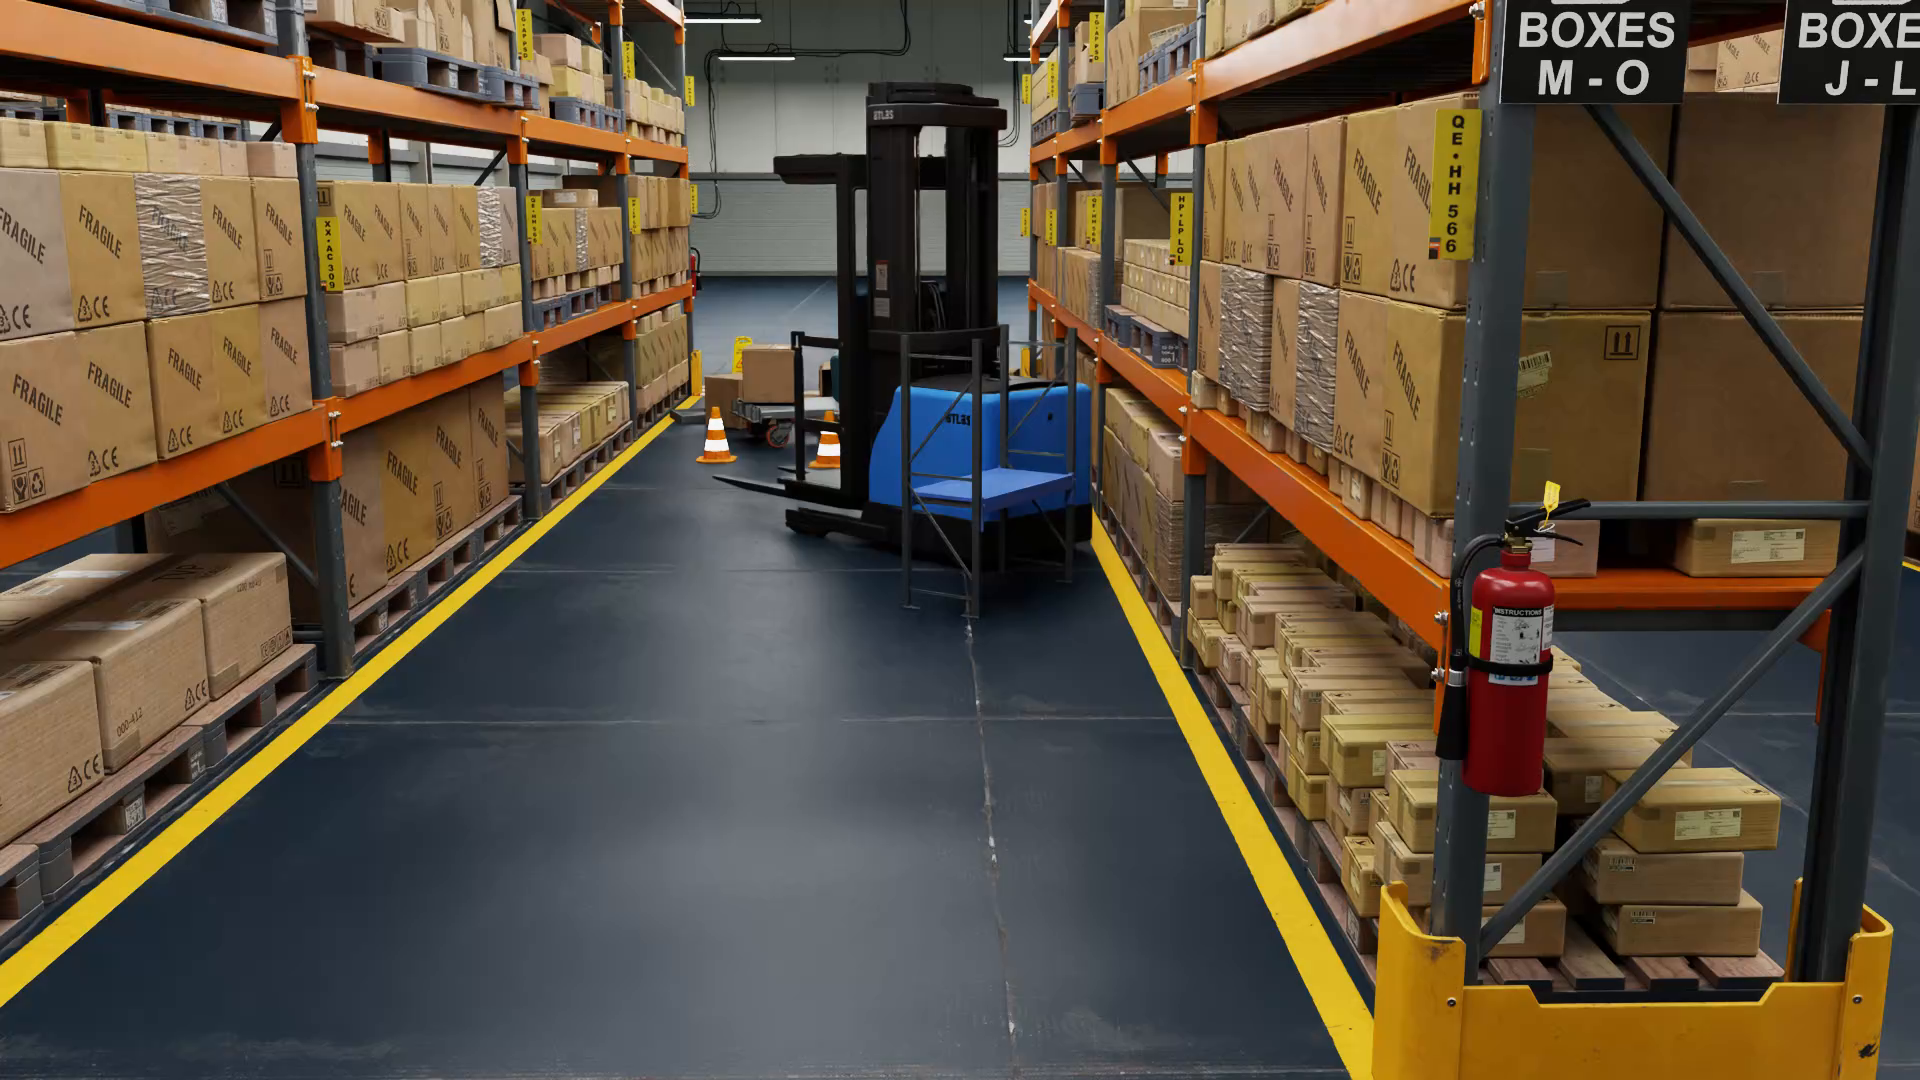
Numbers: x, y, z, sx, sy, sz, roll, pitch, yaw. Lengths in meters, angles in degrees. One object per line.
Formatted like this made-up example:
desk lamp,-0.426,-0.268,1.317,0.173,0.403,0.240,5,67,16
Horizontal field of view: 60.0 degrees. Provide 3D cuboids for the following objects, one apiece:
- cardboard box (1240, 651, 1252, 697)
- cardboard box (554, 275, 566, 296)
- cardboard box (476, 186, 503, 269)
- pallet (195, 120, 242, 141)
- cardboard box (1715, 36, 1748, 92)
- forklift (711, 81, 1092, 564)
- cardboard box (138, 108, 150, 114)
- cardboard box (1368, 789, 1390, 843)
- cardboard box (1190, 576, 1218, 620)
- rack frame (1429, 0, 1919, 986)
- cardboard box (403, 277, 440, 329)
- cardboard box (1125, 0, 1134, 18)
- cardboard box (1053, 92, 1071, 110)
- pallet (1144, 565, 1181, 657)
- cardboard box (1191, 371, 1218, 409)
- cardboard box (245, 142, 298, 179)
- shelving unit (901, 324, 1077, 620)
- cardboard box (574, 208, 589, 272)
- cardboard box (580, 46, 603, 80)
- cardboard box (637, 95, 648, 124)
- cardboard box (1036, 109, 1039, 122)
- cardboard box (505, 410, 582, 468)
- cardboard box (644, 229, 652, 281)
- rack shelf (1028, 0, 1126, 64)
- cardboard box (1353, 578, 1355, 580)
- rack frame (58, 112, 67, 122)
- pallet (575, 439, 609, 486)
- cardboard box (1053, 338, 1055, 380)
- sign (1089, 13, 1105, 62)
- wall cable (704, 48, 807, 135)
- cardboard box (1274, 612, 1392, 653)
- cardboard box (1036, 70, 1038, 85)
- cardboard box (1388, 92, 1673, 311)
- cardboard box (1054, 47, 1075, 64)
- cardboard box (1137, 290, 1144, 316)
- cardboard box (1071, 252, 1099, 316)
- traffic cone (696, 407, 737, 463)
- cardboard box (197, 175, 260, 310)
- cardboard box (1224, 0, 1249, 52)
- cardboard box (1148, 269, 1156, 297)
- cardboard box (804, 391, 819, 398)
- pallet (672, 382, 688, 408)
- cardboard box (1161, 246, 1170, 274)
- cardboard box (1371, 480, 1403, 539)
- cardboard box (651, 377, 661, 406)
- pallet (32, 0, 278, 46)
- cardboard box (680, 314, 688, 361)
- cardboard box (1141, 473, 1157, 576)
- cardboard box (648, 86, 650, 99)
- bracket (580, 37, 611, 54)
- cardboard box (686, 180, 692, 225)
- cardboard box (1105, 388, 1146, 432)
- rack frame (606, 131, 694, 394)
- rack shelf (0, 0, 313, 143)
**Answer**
cardboard box,1.371,0.561,6.865,0.380,0.149,0.250,0,11,-2
cardboard box,-3.200,-1.925,12.579,0.380,0.149,0.250,0,11,-1
cardboard box,-3.172,-1.947,10.344,0.500,0.500,0.500,0,11,0
pallet,-8.602,-4.467,18.209,1.003,0.211,1.213,0,11,-1
cardboard box,6.169,-3.710,12.750,0.500,0.500,0.500,0,11,0
forklift,-0.538,-1.519,11.176,1.130,2.935,3.031,-11,16,-43
cardboard box,-8.235,-4.341,16.396,0.396,0.266,0.258,-1,11,-2
cardboard box,1.402,0.828,4.799,0.380,0.149,0.250,-1,11,-2
cardboard box,1.255,0.262,7.588,0.380,0.149,0.250,0,11,1
rack frame,1.653,-0.062,3.818,0.949,2.616,0.053,0,11,-1
cardboard box,-3.130,-1.280,8.945,0.500,0.250,0.500,0,11,0
cardboard box,1.228,-3.362,10.365,0.396,0.266,0.258,0,11,-1
cardboard box,1.074,-4.120,15.601,0.380,0.149,0.250,0,11,-1
pallet,1.549,0.355,8.777,1.003,0.211,1.213,0,11,-1
cardboard box,1.246,-0.676,7.478,0.380,0.149,0.250,0,11,1
cardboard box,-3.055,-1.613,7.069,0.380,0.149,0.250,0,11,-2
shelving unit,0.176,-0.421,9.362,0.538,1.500,1.048,7,14,32
cardboard box,-3.279,-2.411,13.342,0.500,0.500,0.500,-1,11,-3
cardboard box,-3.406,-4.139,14.436,0.500,0.250,0.500,0,11,0
cardboard box,-3.301,-4.140,16.005,0.500,0.250,0.500,0,11,-2
cardboard box,1.022,-4.623,18.084,0.380,0.149,0.250,0,11,-1
cardboard box,-3.488,-0.788,12.953,0.950,0.372,0.625,0,11,-2
cardboard box,-3.309,-2.790,16.265,0.500,0.500,0.500,0,11,-1
rack shelf,1.360,-5.236,17.050,1.077,0.370,4.000,0,11,-1
cardboard box,1.892,0.213,7.083,0.380,0.149,0.250,0,11,-2
rack frame,-8.508,-2.385,15.272,1.000,3.000,0.127,0,11,-1
pallet,-3.500,-0.642,13.693,1.003,0.211,1.213,0,11,-1
cardboard box,1.436,-1.916,17.246,0.875,0.875,0.875,0,11,-1
sign,0.929,-3.413,11.296,0.100,0.325,0.005,0,11,-1
wall cable,-6.131,-13.497,50.064,3.097,2.526,0.112,0,11,-1
cardboard box,1.408,0.374,6.289,0.380,0.149,0.250,-1,11,-4
cardboard box,1.022,-5.016,18.013,0.380,0.149,0.250,0,11,-1
cardboard box,1.392,-0.836,4.122,0.500,0.500,0.500,0,11,-2
cardboard box,1.075,-4.511,15.524,0.380,0.149,0.250,0,11,-2
cardboard box,1.310,-1.484,10.406,0.380,0.149,0.250,0,11,1
cardboard box,1.173,-2.090,13.563,0.500,0.500,0.500,0,11,0
traffic cone,-2.120,-0.922,14.442,0.336,0.463,0.334,0,11,-1
cardboard box,-3.092,-1.162,6.474,0.500,0.500,0.500,0,11,-2
cardboard box,1.332,-2.061,6.504,0.500,0.250,0.500,0,11,-2
cardboard box,1.322,-1.527,9.871,0.380,0.149,0.250,0,11,-2
cardboard box,-1.581,-1.552,18.337,0.380,0.149,0.250,6,13,28
pallet,-3.645,-1.658,18.702,1.003,0.211,1.213,0,11,-1
cardboard box,1.337,-1.569,9.328,0.380,0.149,0.250,-1,11,-4
cardboard box,1.372,-0.101,4.646,0.380,0.149,0.250,0,11,-2
cardboard box,-3.310,-1.489,16.715,0.500,0.250,0.500,0,11,2
pallet,-3.373,-2.080,6.447,1.003,0.211,1.213,0,11,-1
cardboard box,-3.351,-2.269,18.673,0.500,0.500,0.500,0,11,-1
cardboard box,1.290,-0.085,9.167,0.500,0.500,0.500,-1,11,-2
cardboard box,-3.307,-4.467,16.614,0.380,0.149,0.250,0,11,-2
bracket,-9.680,-13.113,44.008,0.076,0.066,4.783,0,11,-1
cardboard box,-3.399,-3.786,18.661,0.700,0.500,0.500,-1,11,-3
cardboard box,1.257,-0.862,11.108,0.500,0.250,0.500,-1,11,-4
rack frame,-3.628,-3.202,19.296,1.000,3.000,0.127,0,11,-1
rack shelf,-3.339,-1.536,5.352,1.077,0.370,4.000,0,11,-1
